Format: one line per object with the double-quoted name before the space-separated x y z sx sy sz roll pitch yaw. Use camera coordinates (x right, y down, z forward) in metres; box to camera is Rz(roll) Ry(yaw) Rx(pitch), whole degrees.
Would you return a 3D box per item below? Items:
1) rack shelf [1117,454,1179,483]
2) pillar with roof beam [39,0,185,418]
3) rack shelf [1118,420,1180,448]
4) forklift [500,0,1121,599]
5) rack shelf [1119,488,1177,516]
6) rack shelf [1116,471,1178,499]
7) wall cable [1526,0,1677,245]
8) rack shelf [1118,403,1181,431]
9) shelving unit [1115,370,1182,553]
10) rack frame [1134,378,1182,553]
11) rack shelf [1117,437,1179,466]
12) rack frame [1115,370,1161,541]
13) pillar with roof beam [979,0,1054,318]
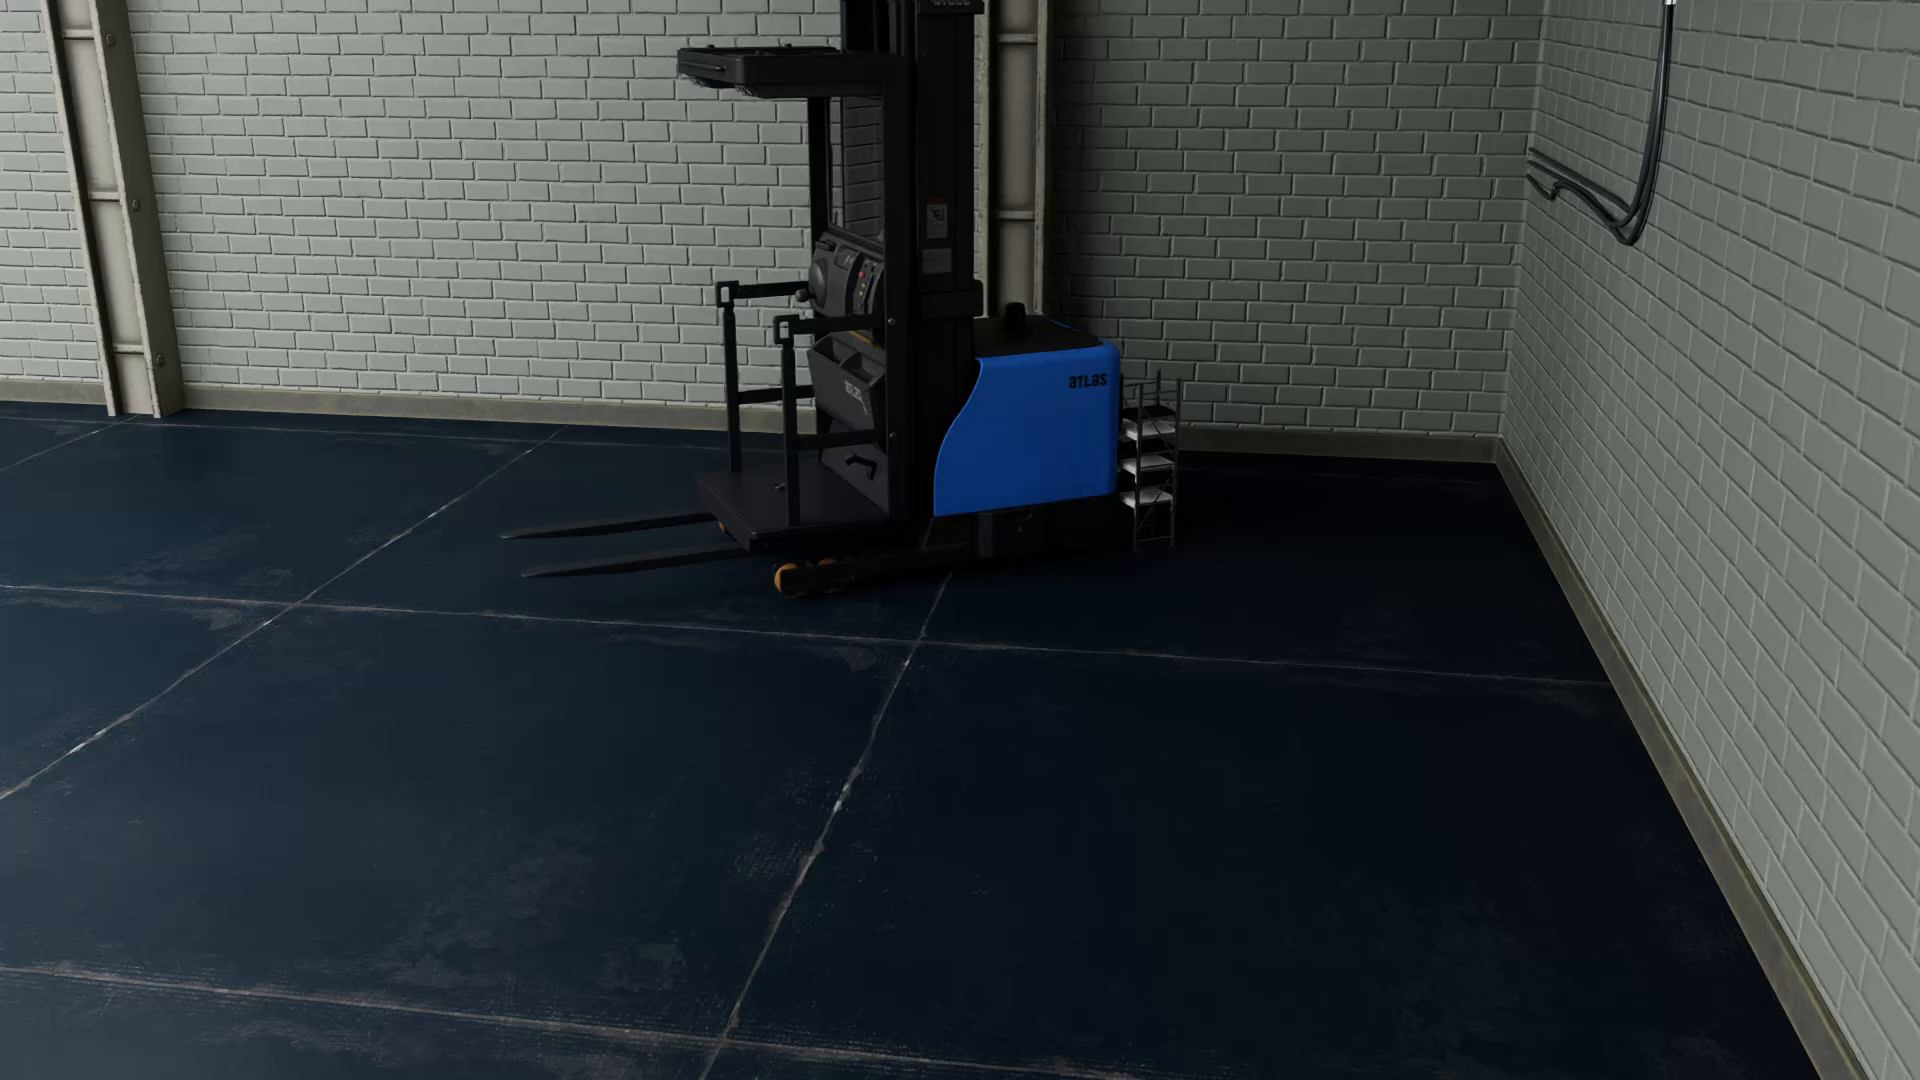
"rack shelf" 0.968 -0.374 8.608 0.258 0.077 0.200 -8 20 -22
"pillar with roof beam" -6.272 -3.805 5.992 0.400 9.000 9.100 3 19 9
"rack shelf" 0.968 -0.545 8.551 0.258 0.077 0.200 -8 20 -22
"forklift" -0.742 -1.300 8.069 3.031 2.935 1.130 -8 20 -22
"rack shelf" 0.968 -0.203 8.665 0.258 0.077 0.200 -8 20 -22
"rack shelf" 0.968 -0.289 8.636 0.258 0.077 0.200 -8 20 -22
"wall cable" 3.034 -2.816 7.932 0.112 2.526 3.097 3 19 9
"rack shelf" 0.968 -0.630 8.522 0.258 0.077 0.200 -8 20 -22
"shelving unit" 0.968 -0.406 8.597 0.258 0.900 0.210 -8 20 -22
"rack frame" 1.009 -0.376 8.509 0.240 0.900 0.006 -8 20 -22
"rack shelf" 0.968 -0.459 8.579 0.258 0.077 0.200 -8 20 -22
"rack frame" 0.927 -0.435 8.685 0.240 0.900 0.006 -8 20 -22
"pillar with roof beam" -0.348 -3.503 5.090 0.400 9.000 9.100 3 19 9
